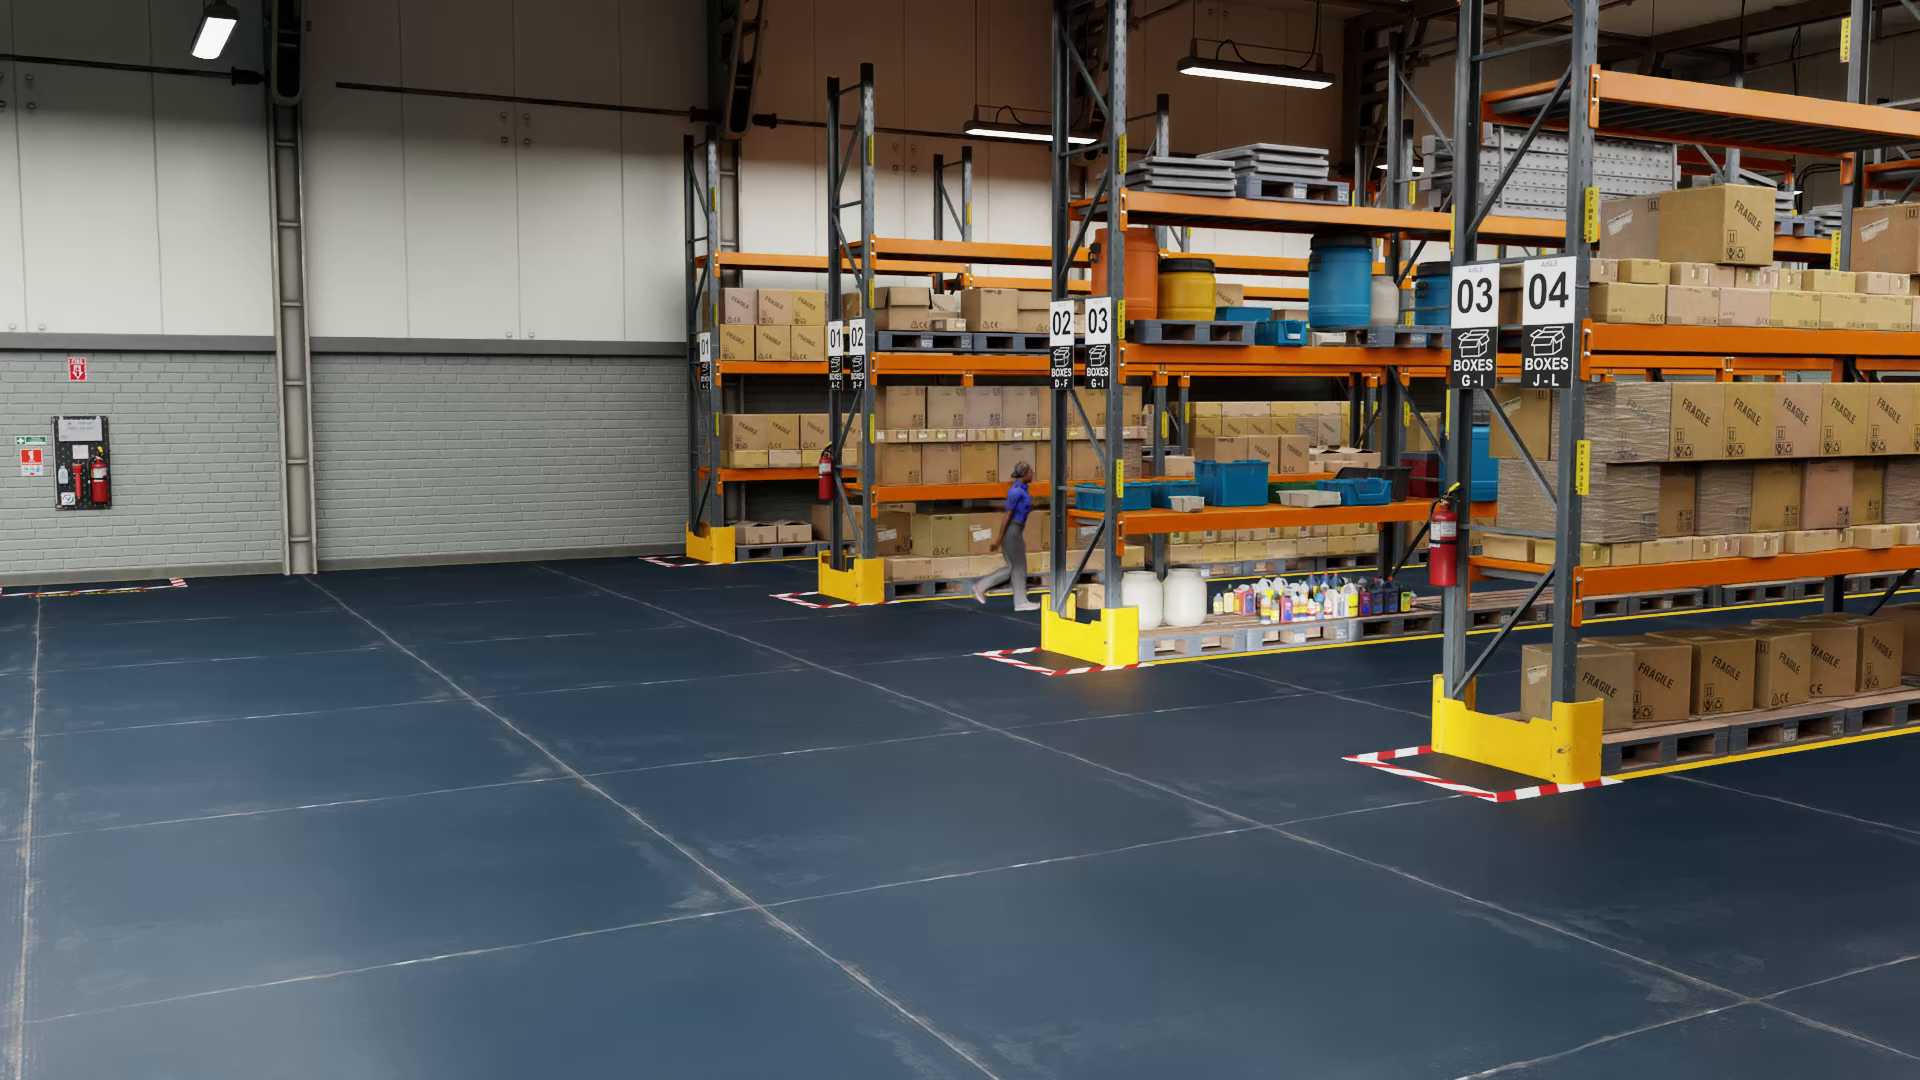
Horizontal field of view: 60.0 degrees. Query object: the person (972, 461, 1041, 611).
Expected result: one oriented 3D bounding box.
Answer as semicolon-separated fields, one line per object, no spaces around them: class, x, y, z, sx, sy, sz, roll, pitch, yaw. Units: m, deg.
person;0.510;-0.047;18.105;0.758;1.618;0.529;1;5;7
